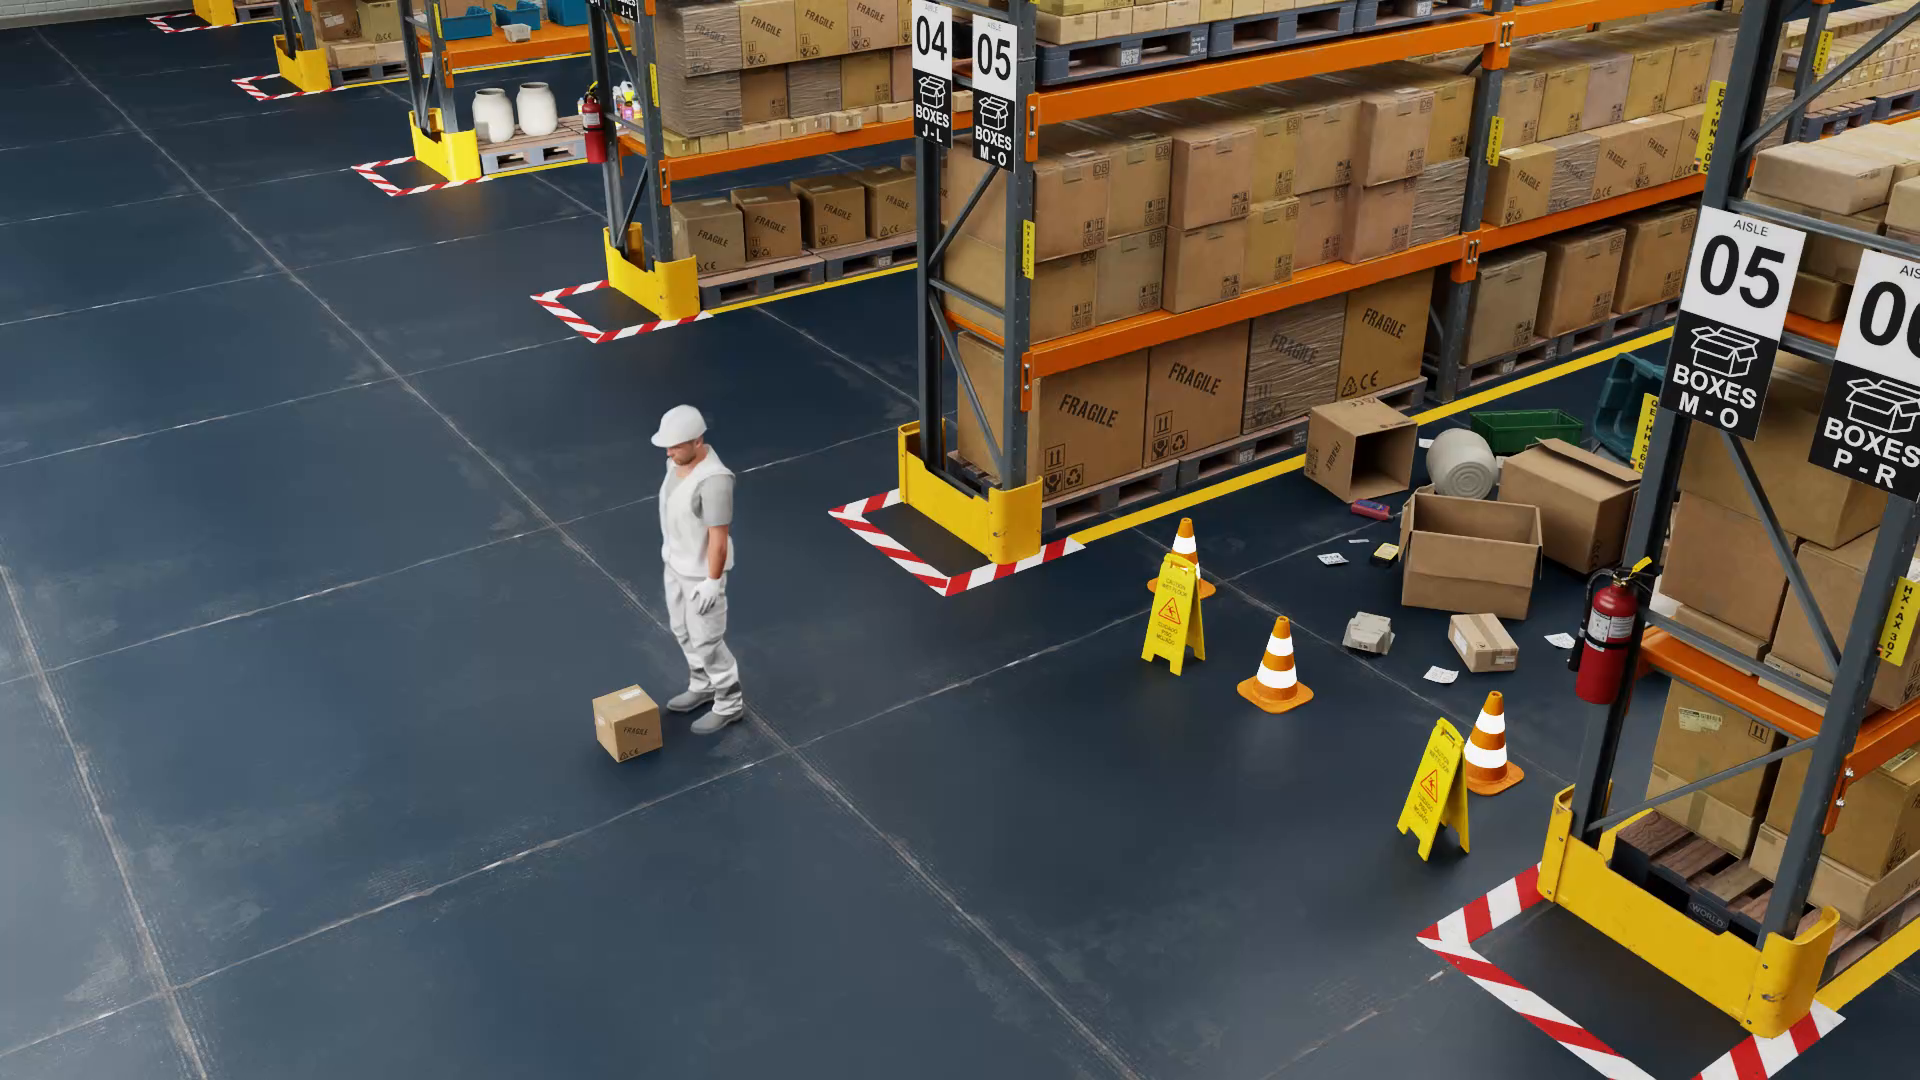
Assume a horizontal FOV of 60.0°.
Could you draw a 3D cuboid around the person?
[{"bbox_3d":[-1.318,0.142,8.350,0.357,1.779,0.529,-18,33,-30],"label":"person"}]
